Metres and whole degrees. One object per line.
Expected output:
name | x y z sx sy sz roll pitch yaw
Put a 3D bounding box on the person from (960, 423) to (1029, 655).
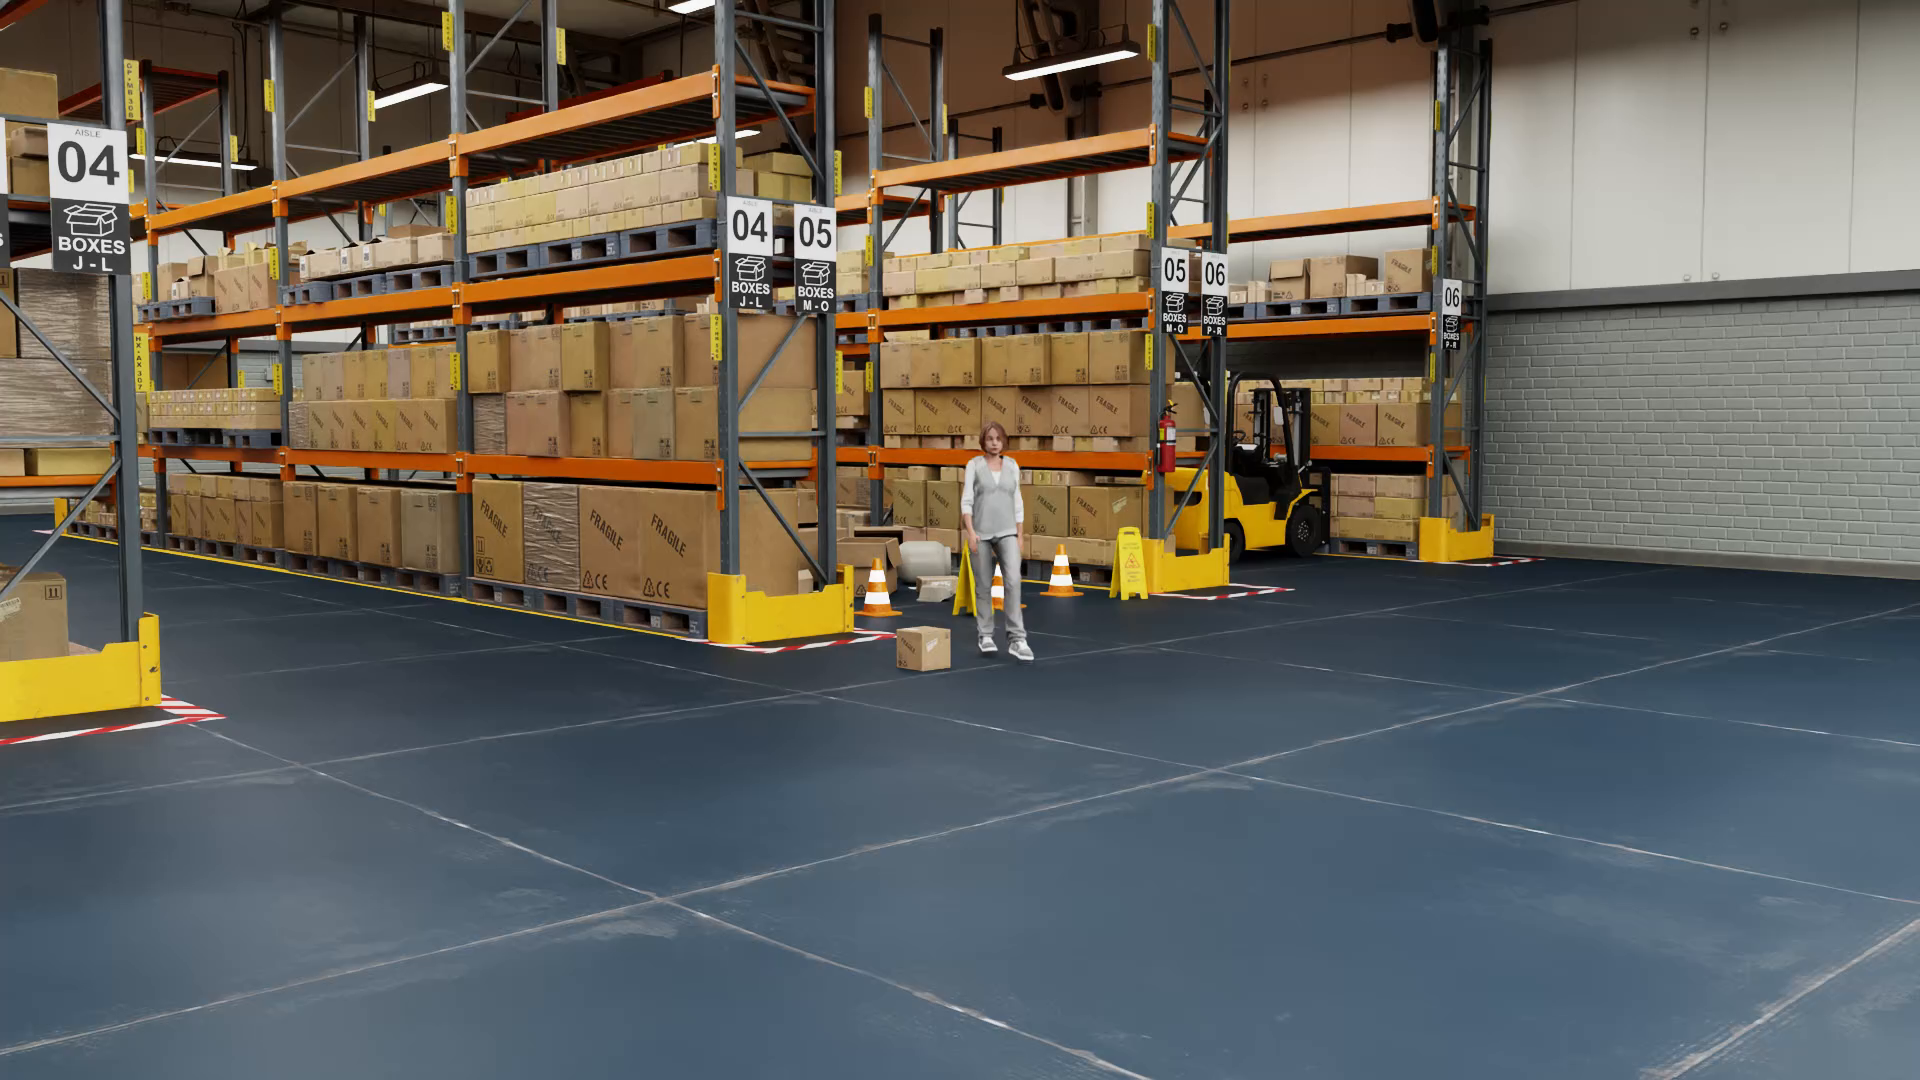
person | 0.227 0.002 11.108 0.458 1.564 0.891 0 4 1
